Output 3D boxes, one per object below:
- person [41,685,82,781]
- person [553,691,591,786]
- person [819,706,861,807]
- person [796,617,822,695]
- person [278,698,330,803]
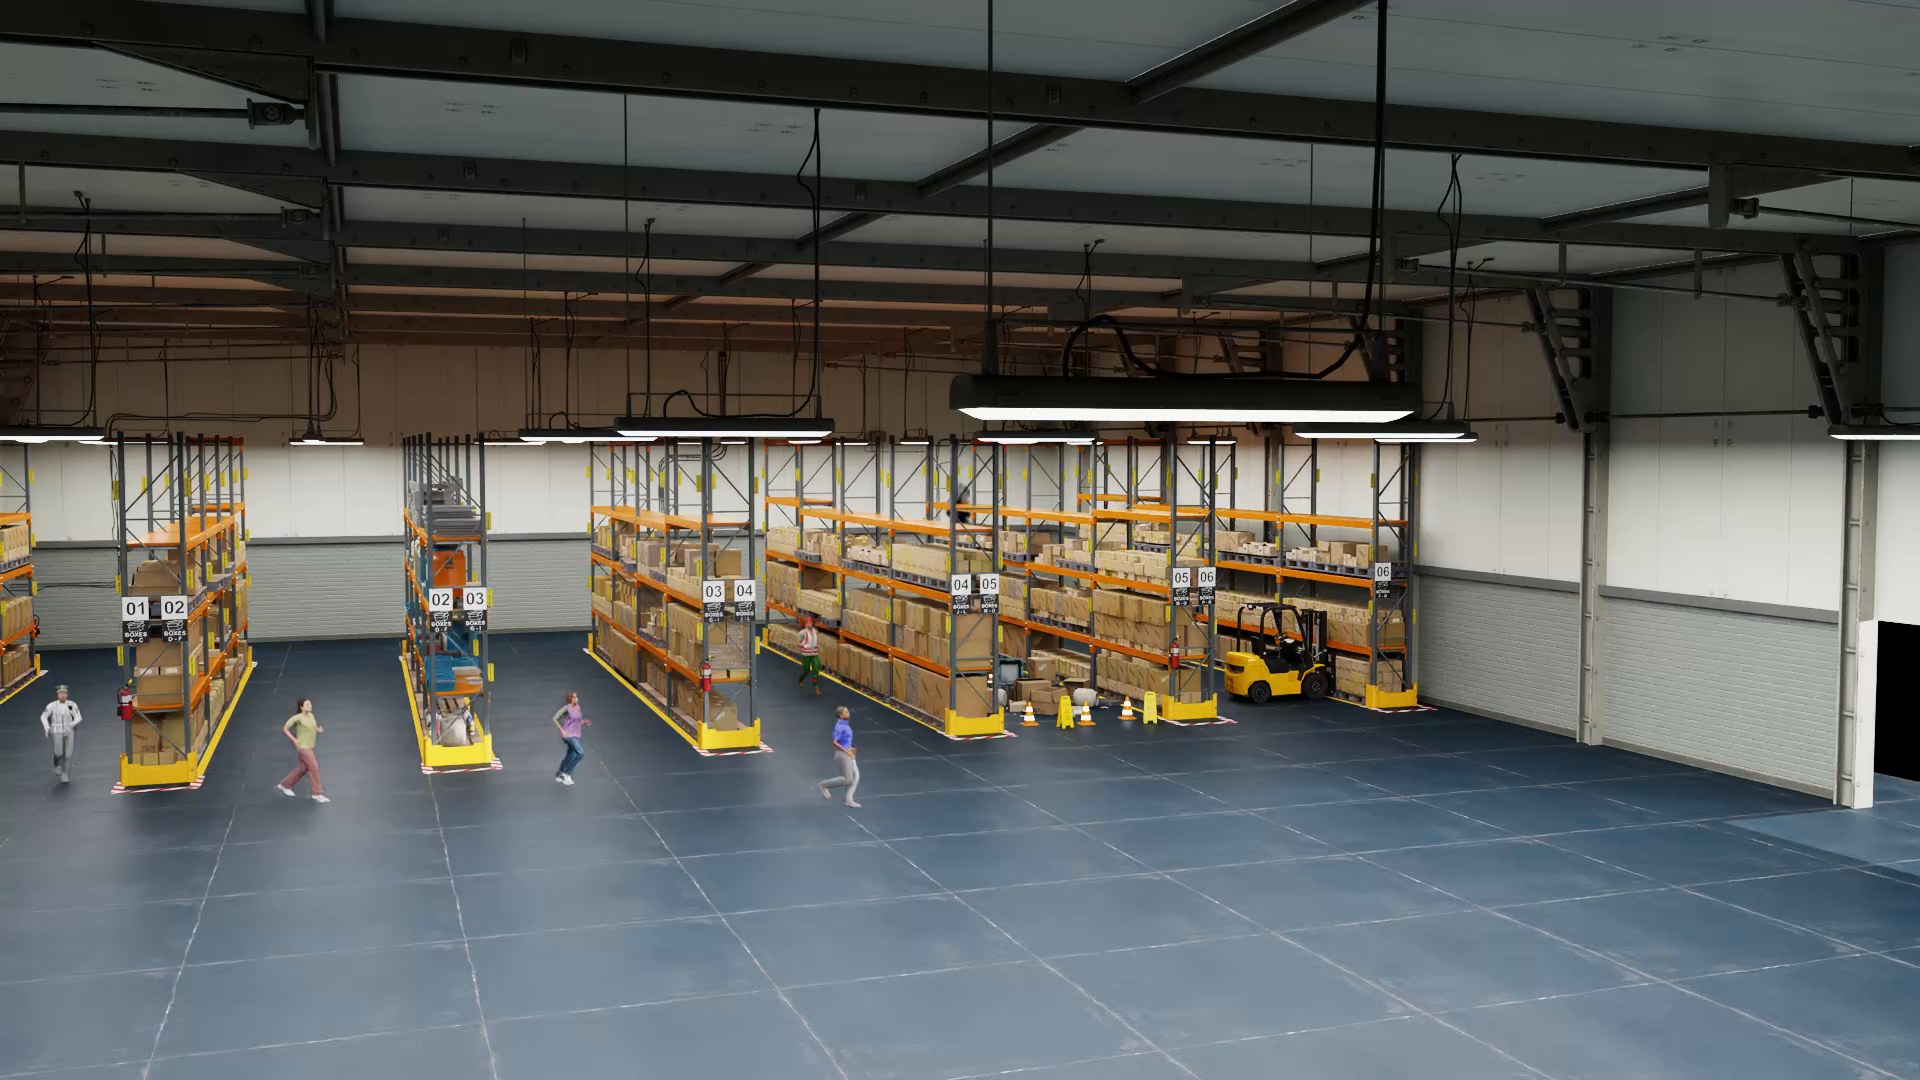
[{"bbox_3d":[-15.377,3.314,28.500,0.605,1.659,0.535,-2,4,-35],"label":"person"},{"bbox_3d":[-6.580,3.373,28.252,0.647,1.573,0.510,1,3,18],"label":"person"},{"bbox_3d":[-1.911,3.461,26.555,0.668,1.617,0.584,0,3,6],"label":"person"},{"bbox_3d":[-3.483,2.673,38.571,0.654,1.776,0.985,-2,4,-33],"label":"person"},{"bbox_3d":[-10.632,3.389,26.956,0.896,1.691,0.559,0,3,8],"label":"person"}]
